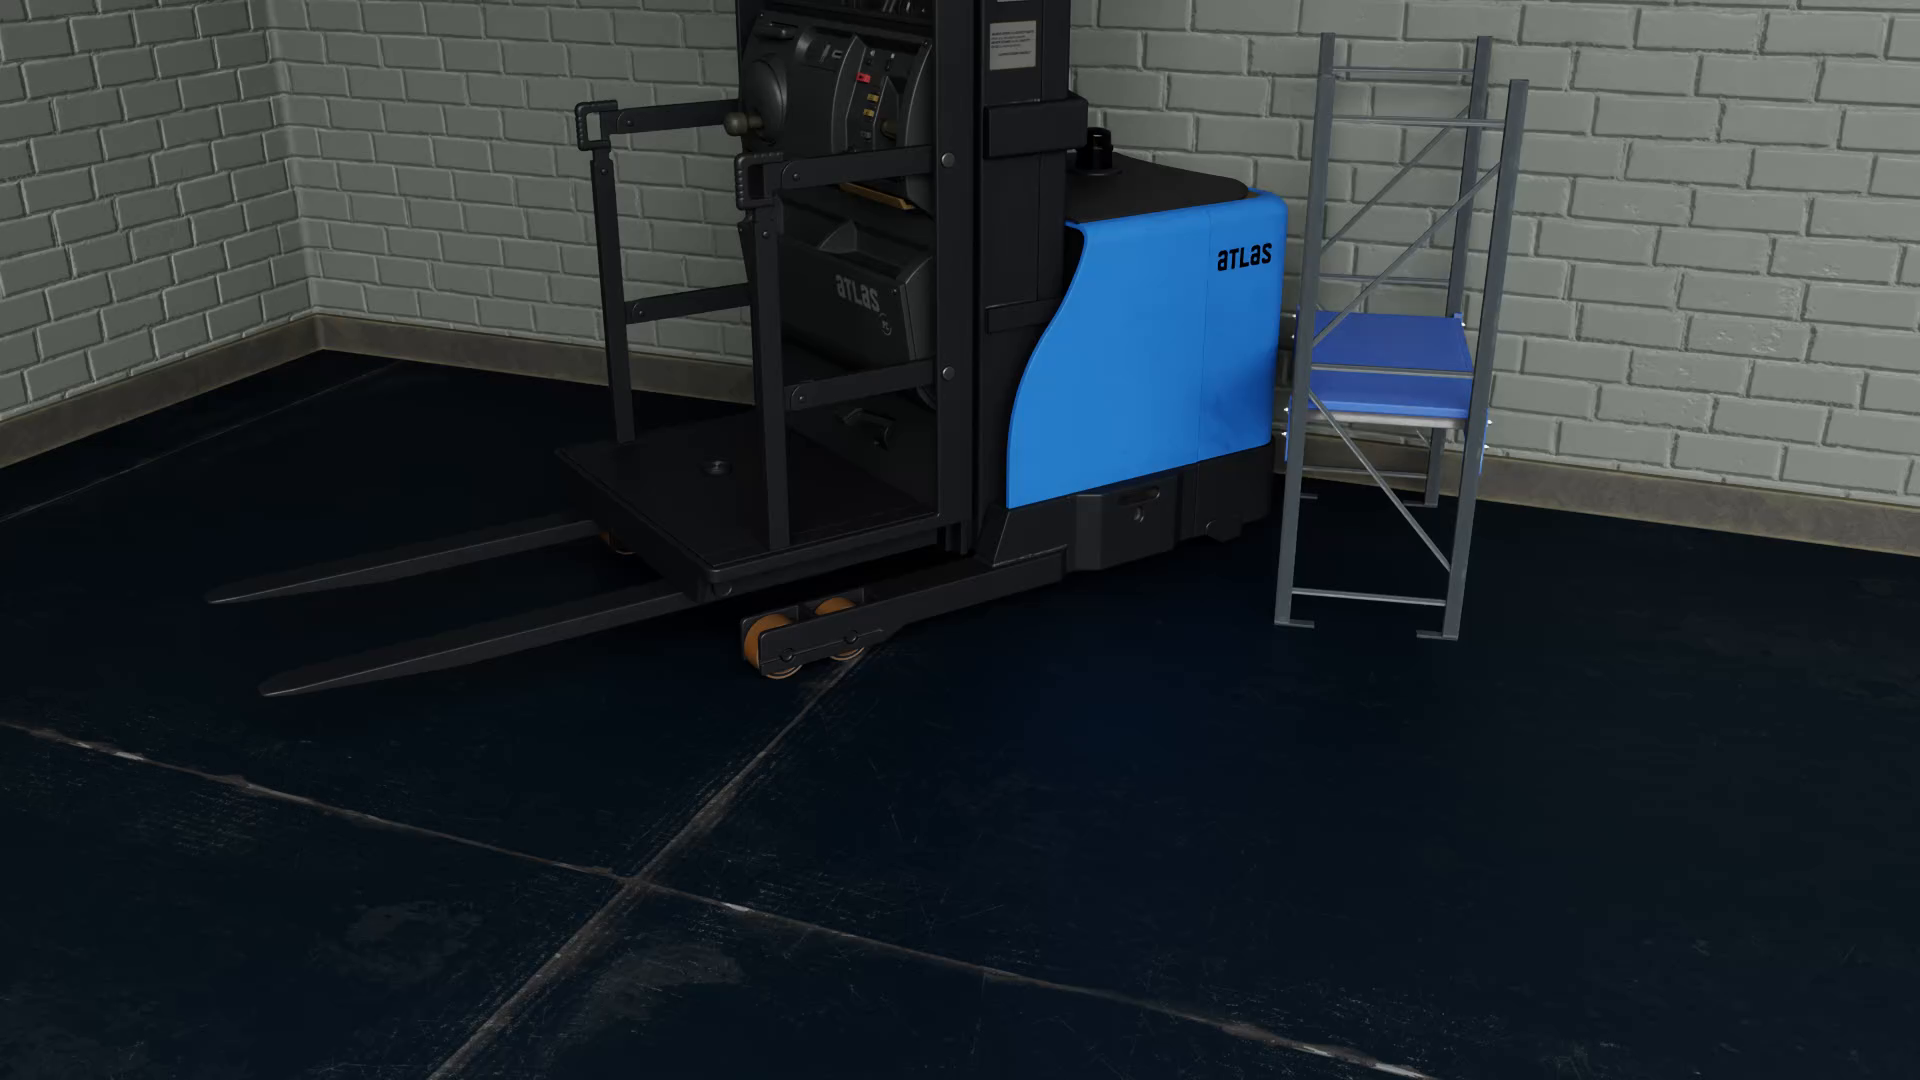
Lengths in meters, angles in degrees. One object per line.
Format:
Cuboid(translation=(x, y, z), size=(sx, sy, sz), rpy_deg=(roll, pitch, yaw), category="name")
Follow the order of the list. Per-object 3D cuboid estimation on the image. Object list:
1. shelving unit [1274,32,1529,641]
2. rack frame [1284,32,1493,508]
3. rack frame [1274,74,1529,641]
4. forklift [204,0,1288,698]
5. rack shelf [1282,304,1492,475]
Cuboid(translation=(1.234, -0.631, 4.816), size=(0.538, 1.500, 1.048), rpy_deg=(5, 23, 11), category="shelving unit")
Cuboid(translation=(1.338, -0.823, 5.275), size=(0.500, 1.500, 0.032), rpy_deg=(5, 23, 11), category="rack frame")
Cuboid(translation=(1.131, -0.440, 4.357), size=(0.500, 1.500, 0.032), rpy_deg=(5, 23, 11), category="rack frame")
Cuboid(translation=(-0.523, -1.219, 4.365), size=(3.031, 2.935, 1.130), rpy_deg=(-14, 27, -31), category="forklift")
Cuboid(translation=(1.234, -0.466, 4.885), size=(0.538, 0.185, 1.000), rpy_deg=(5, 23, 11), category="rack shelf")
